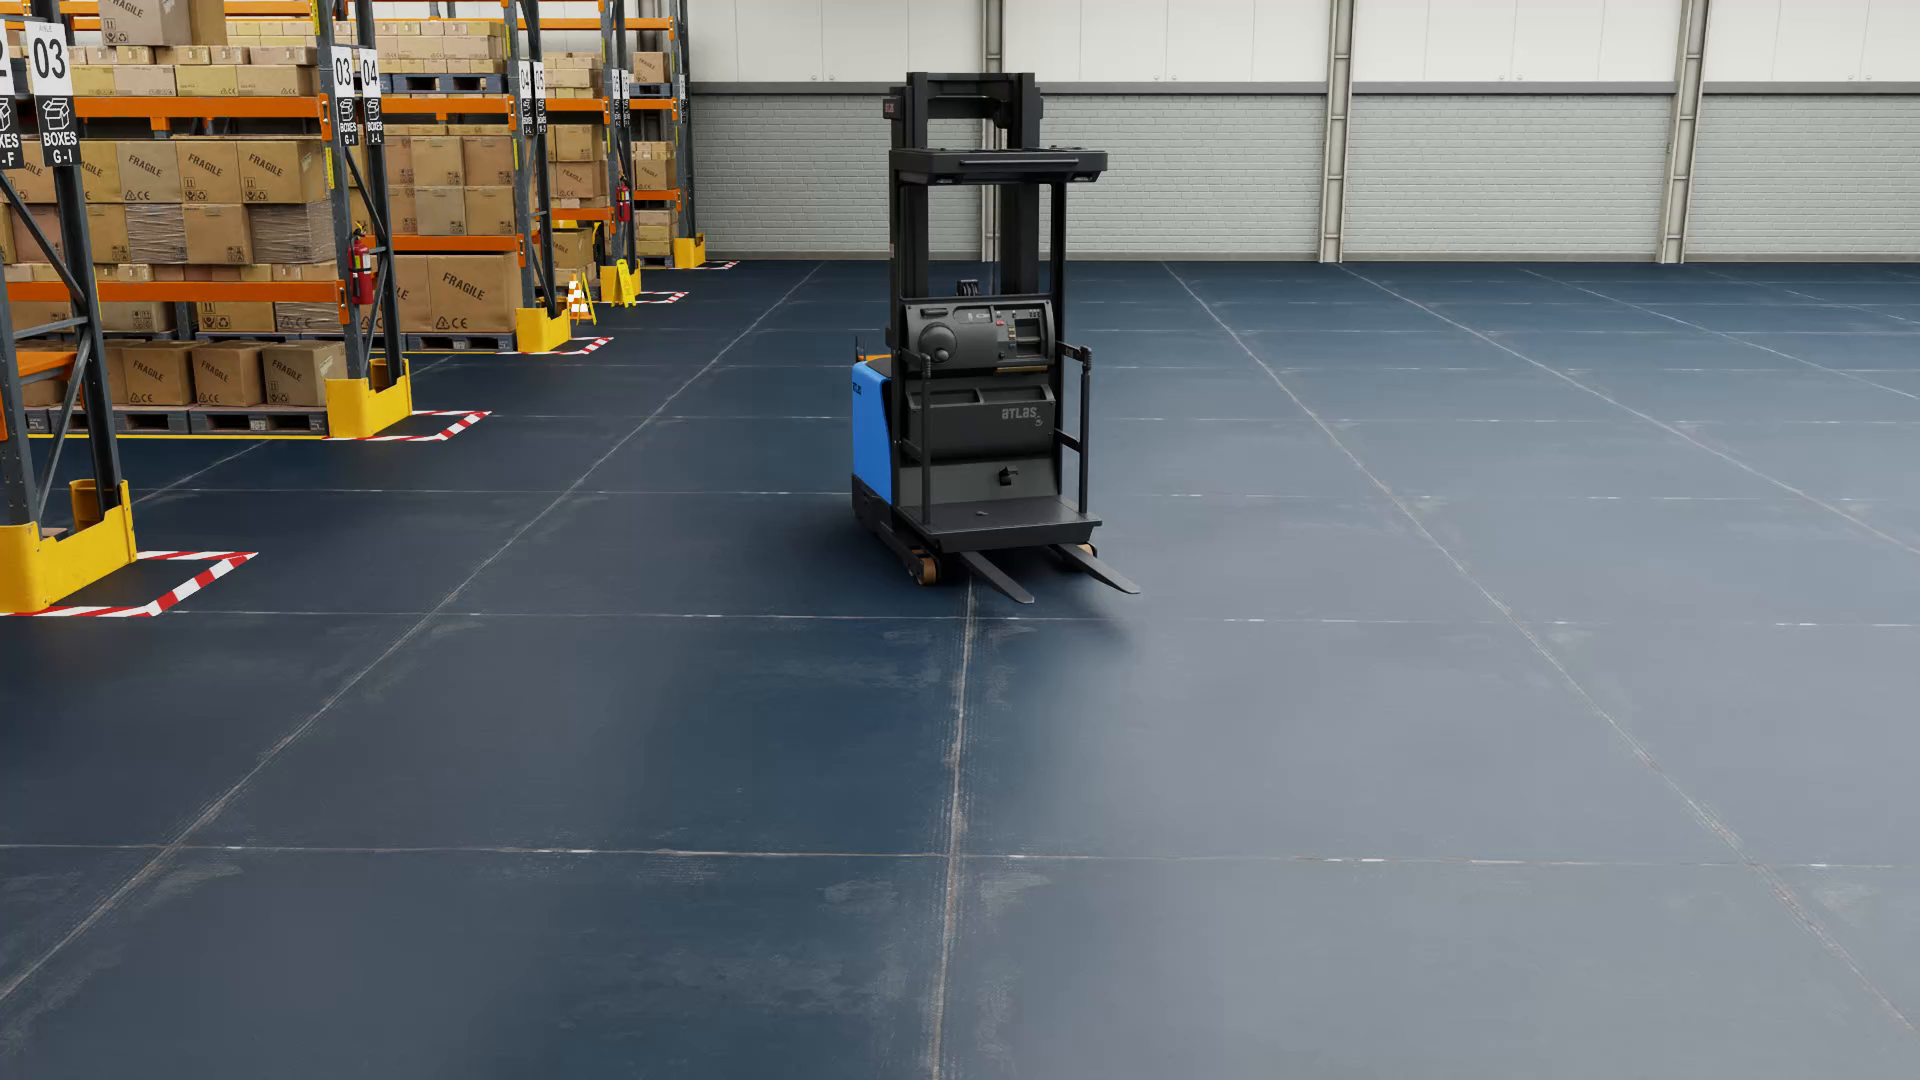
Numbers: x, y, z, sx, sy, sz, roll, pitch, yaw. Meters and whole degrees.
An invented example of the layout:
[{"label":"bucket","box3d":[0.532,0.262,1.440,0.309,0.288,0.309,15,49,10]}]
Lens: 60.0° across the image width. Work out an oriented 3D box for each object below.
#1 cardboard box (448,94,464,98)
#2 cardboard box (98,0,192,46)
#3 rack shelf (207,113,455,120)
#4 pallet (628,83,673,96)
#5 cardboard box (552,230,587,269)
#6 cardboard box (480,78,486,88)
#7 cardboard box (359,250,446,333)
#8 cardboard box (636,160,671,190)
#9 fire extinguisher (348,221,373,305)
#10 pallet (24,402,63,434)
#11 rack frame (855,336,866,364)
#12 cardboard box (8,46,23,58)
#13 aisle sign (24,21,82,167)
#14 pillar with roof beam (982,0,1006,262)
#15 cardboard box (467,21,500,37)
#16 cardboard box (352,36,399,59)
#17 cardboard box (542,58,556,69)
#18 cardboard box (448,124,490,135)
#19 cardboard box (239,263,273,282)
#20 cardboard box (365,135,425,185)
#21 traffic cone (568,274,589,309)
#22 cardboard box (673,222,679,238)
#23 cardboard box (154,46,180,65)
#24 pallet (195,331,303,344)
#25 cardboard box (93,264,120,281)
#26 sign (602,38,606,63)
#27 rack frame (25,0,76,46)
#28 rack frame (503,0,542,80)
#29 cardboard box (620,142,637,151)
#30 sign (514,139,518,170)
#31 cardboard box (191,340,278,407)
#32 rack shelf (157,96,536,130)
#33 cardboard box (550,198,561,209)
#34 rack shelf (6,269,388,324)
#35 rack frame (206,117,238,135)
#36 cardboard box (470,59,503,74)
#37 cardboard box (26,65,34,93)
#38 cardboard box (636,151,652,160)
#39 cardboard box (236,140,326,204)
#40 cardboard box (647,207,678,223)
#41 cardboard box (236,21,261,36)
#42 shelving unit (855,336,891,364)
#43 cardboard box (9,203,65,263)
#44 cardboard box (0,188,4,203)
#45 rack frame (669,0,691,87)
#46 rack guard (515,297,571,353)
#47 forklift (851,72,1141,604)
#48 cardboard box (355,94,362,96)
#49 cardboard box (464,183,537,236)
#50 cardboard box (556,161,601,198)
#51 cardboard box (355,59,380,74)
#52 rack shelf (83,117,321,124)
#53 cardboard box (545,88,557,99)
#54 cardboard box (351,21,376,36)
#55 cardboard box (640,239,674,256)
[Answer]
[{"label":"cardboard box","box3d":[-7.009,-6.274,23.351,0.250,0.149,0.380,0,15,2]},{"label":"cardboard box","box3d":[-6.669,-4.296,13.604,0.500,0.500,0.500,0,15,1]},{"label":"rack shelf","box3d":[-10.735,-7.401,28.542,4.000,0.370,1.077,0,15,1]},{"label":"pallet","box3d":[-5.443,-7.678,28.356,1.213,0.211,1.003,0,15,1]},{"label":"cardboard box","box3d":[-5.667,-4.168,23.856,0.500,0.500,0.500,0,15,2]},{"label":"cardboard box","box3d":[-6.400,-6.455,23.259,0.500,0.250,0.500,1,15,3]},{"label":"cardboard box","box3d":[-6.444,-2.899,19.289,0.875,0.875,0.875,0,15,1]},{"label":"cardboard box","box3d":[-5.235,-6.244,28.430,0.500,0.500,0.500,0,15,0]},{"label":"fire extinguisher","box3d":[-5.010,-2.311,13.869,0.183,0.674,0.296,0,15,1]},{"label":"pallet","box3d":[-8.439,-1.149,14.780,1.213,0.211,1.003,0,15,1]},{"label":"rack frame","box3d":[-0.681,-0.801,11.525,0.015,1.200,0.240,-5,16,-18]},{"label":"cardboard box","box3d":[-7.746,-3.976,13.663,0.250,0.149,0.380,0,15,0]},{"label":"aisle sign","box3d":[-5.160,-2.534,9.470,0.004,0.787,0.394,0,15,1]},{"label":"pillar with roof beam","box3d":[0.478,-8.257,24.498,0.400,9.000,9.100,0,15,1]},{"label":"cardboard box","box3d":[-5.231,-5.612,18.261,0.250,0.149,0.380,1,15,2]},{"label":"cardboard box","box3d":[-6.383,-5.442,18.400,0.500,0.250,0.500,0,15,1]},{"label":"cardboard box","box3d":[-5.718,-6.643,23.189,0.250,0.149,0.380,0,15,1]},{"label":"cardboard box","box3d":[-6.889,-5.638,23.589,0.500,0.500,0.700,0,15,1]},{"label":"cardboard box","box3d":[-5.904,-2.284,14.110,0.250,0.149,0.380,0,15,1]},{"label":"cardboard box","box3d":[-6.364,-4.356,19.059,0.550,0.550,0.875,0,15,1]},{"label":"traffic cone","box3d":[-5.323,-3.441,22.974,0.334,0.463,0.336,0,15,1]},{"label":"cardboard box","box3d":[-5.201,-5.431,29.130,0.500,0.250,0.500,1,15,2]},{"label":"cardboard box","box3d":[-6.428,-3.993,13.729,0.250,0.149,0.380,1,15,2]},{"label":"pallet","box3d":[-8.126,-2.383,19.460,1.213,0.211,1.003,0,15,1]},{"label":"cardboard box","box3d":[-7.153,-2.296,14.156,0.250,0.149,0.380,0,15,1]},{"label":"sign","box3d":[-4.894,-6.731,22.855,0.005,0.325,0.100,0,15,1]},{"label":"rack frame","box3d":[-12.857,-7.946,23.319,0.127,3.000,1.000,0,15,1]},{"label":"rack frame","box3d":[-4.885,-6.631,18.334,0.127,3.000,1.000,0,15,1]},{"label":"cardboard box","box3d":[-5.610,-6.702,28.313,0.250,0.149,0.380,1,15,3]},{"label":"sign","box3d":[-4.913,-4.267,18.397,0.005,0.325,0.100,0,15,1]},{"label":"cardboard box","box3d":[-6.335,-1.464,14.586,0.500,0.500,0.500,4,15,16]},{"label":"rack shelf","box3d":[-6.884,-4.846,18.858,4.000,0.370,1.077,0,15,1]},{"label":"cardboard box","box3d":[-5.751,-4.800,23.647,0.250,0.149,0.380,0,15,0]},{"label":"rack shelf","box3d":[-7.112,-2.131,14.449,4.000,0.370,1.077,0,15,1]},{"label":"rack frame","box3d":[-12.734,-6.311,28.882,0.127,3.000,1.000,0,15,1]},{"label":"cardboard box","box3d":[-5.226,-5.226,18.363,0.250,0.149,0.380,0,15,1]},{"label":"cardboard box","box3d":[-7.643,-3.794,13.753,0.500,0.250,0.500,0,15,-1]},{"label":"cardboard box","box3d":[-5.347,-6.546,28.304,0.250,0.149,0.380,1,15,2]},{"label":"cardboard box","box3d":[-5.669,-3.082,13.904,0.500,0.500,0.500,0,15,1]},{"label":"cardboard box","box3d":[-5.212,-5.668,29.049,0.500,0.250,0.500,0,15,1]},{"label":"cardboard box","box3d":[-7.767,-5.629,18.324,0.250,0.149,0.380,0,15,1]},{"label":"shelving unit","box3d":[-0.449,-0.821,11.599,0.503,1.200,0.258,-5,16,-18]},{"label":"cardboard box","box3d":[-7.662,-2.676,14.323,0.500,0.500,0.875,0,15,1]},{"label":"cardboard box","box3d":[-8.168,-3.097,13.960,0.500,0.500,0.500,0,15,1]},{"label":"rack frame","box3d":[-4.737,-9.160,27.919,0.127,3.000,1.000,0,15,1]},{"label":"rack guard","box3d":[-4.861,-2.522,19.418,0.348,0.500,1.175,0,15,1]},{"label":"forklift","box3d":[0.191,-1.264,9.885,1.130,2.935,3.031,-5,15,-17]},{"label":"cardboard box","box3d":[-8.293,-6.267,23.327,0.250,0.149,0.380,0,15,1]},{"label":"cardboard box","box3d":[-5.257,-3.794,19.046,0.550,0.550,0.875,0,15,1]},{"label":"cardboard box","box3d":[-5.409,-5.119,23.583,0.500,0.500,0.500,0,15,0]},{"label":"cardboard box","box3d":[-6.496,-5.235,18.395,0.250,0.149,0.380,0,15,2]},{"label":"rack shelf","box3d":[-10.858,-6.135,23.744,4.000,0.370,1.077,0,15,1]},{"label":"cardboard box","box3d":[-5.738,-6.257,23.288,0.250,0.149,0.380,1,15,3]},{"label":"cardboard box","box3d":[-6.502,-5.620,18.293,0.250,0.149,0.380,0,15,1]},{"label":"cardboard box","box3d":[-5.214,-5.055,28.688,0.500,0.250,0.500,0,15,2]}]
